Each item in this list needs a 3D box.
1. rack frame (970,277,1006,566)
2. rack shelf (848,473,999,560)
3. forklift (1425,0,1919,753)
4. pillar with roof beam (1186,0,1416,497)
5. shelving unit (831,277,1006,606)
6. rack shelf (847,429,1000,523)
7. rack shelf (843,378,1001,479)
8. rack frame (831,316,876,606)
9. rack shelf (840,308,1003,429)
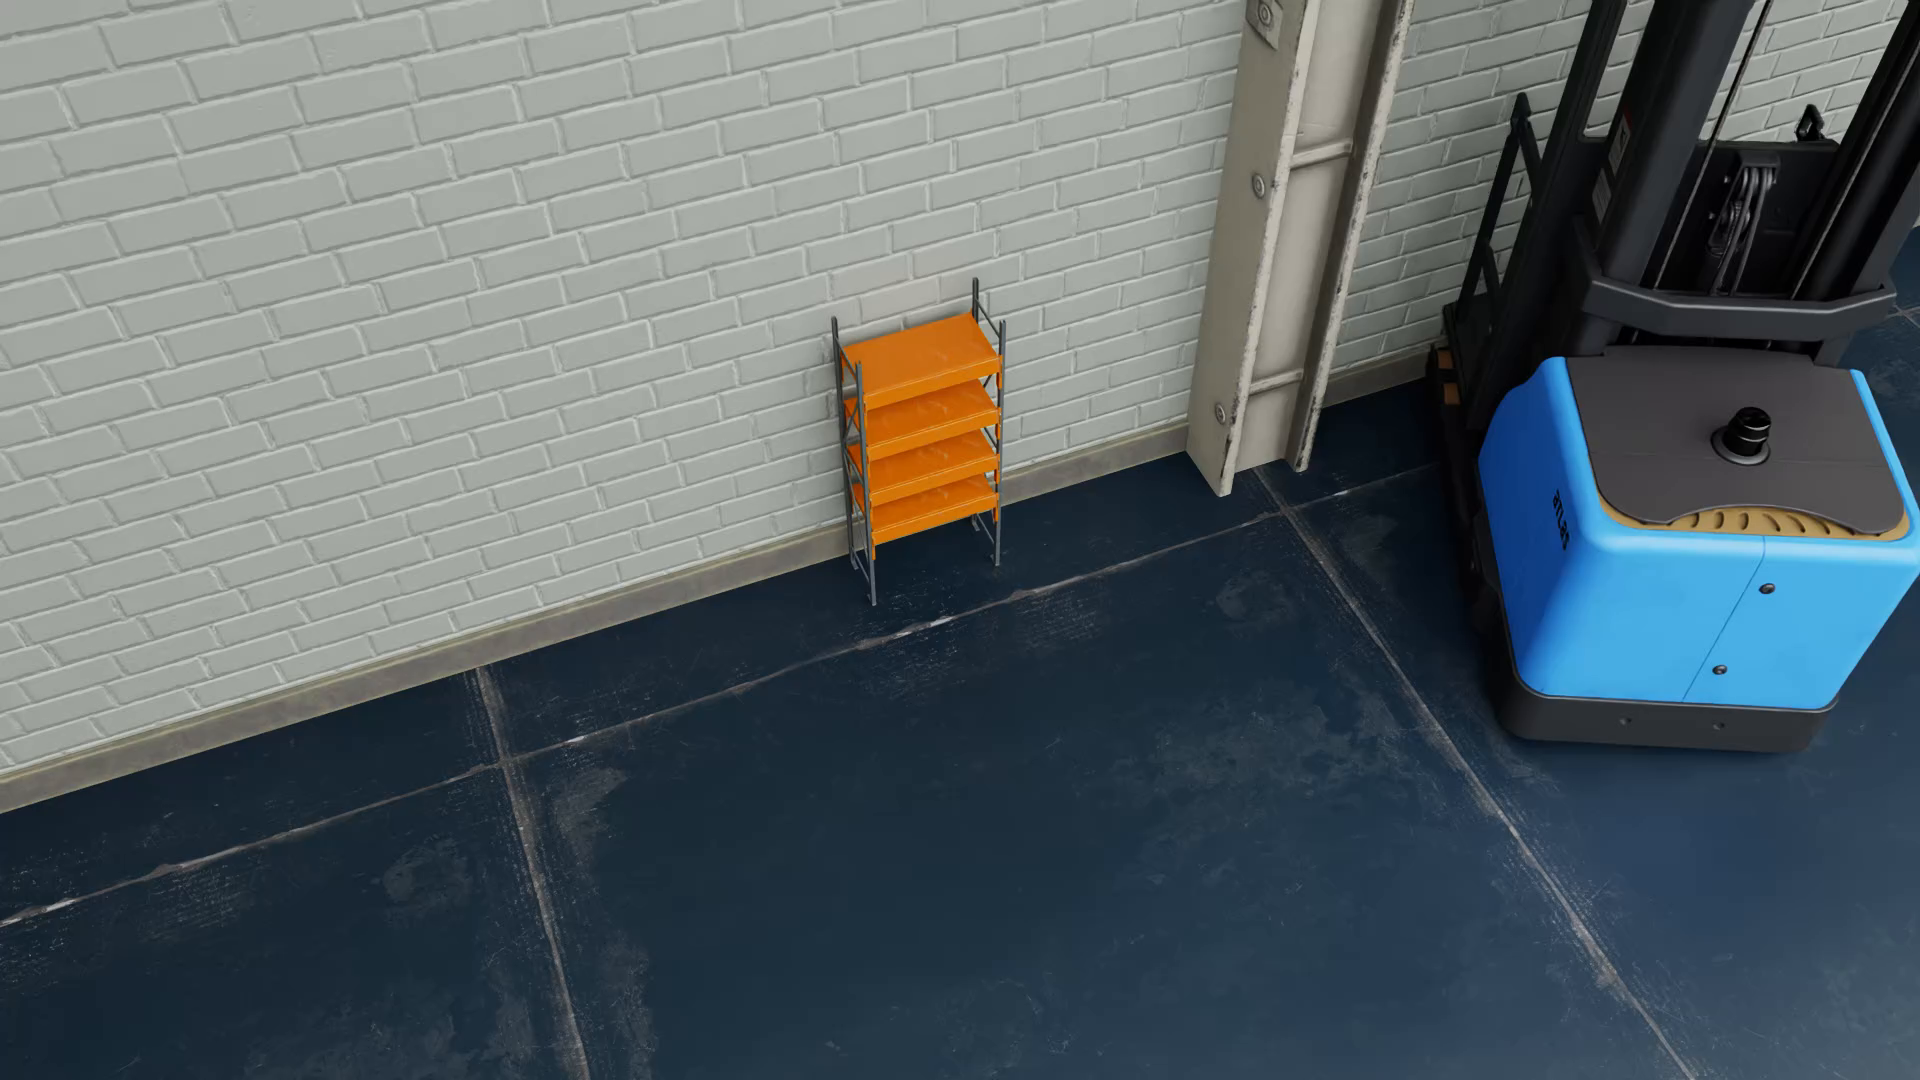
[{"bbox_3d":[0.093,-0.378,5.784,0.015,1.200,0.240,-18,52,-15],"label":"rack frame"},{"bbox_3d":[-0.132,-0.134,5.924,0.480,0.148,0.258,-18,52,-15],"label":"rack shelf"},{"bbox_3d":[2.436,-1.364,5.489,1.130,2.935,3.031,3,49,2],"label":"forklift"},{"bbox_3d":[2.747,-0.238,0.523,0.400,9.000,9.100,-17,52,-14],"label":"pillar with roof beam"},{"bbox_3d":[-0.132,-0.307,5.722,0.503,1.200,0.258,-18,52,-15],"label":"shelving unit"},{"bbox_3d":[-0.132,-0.263,5.773,0.480,0.148,0.258,-18,52,-15],"label":"rack shelf"},{"bbox_3d":[-0.132,-0.409,5.604,0.480,0.148,0.258,-18,52,-15],"label":"rack shelf"},{"bbox_3d":[-0.357,-0.235,5.661,0.015,1.200,0.240,-18,52,-15],"label":"rack frame"},{"bbox_3d":[-0.132,-0.563,5.424,0.480,0.148,0.258,-18,52,-15],"label":"rack shelf"}]
